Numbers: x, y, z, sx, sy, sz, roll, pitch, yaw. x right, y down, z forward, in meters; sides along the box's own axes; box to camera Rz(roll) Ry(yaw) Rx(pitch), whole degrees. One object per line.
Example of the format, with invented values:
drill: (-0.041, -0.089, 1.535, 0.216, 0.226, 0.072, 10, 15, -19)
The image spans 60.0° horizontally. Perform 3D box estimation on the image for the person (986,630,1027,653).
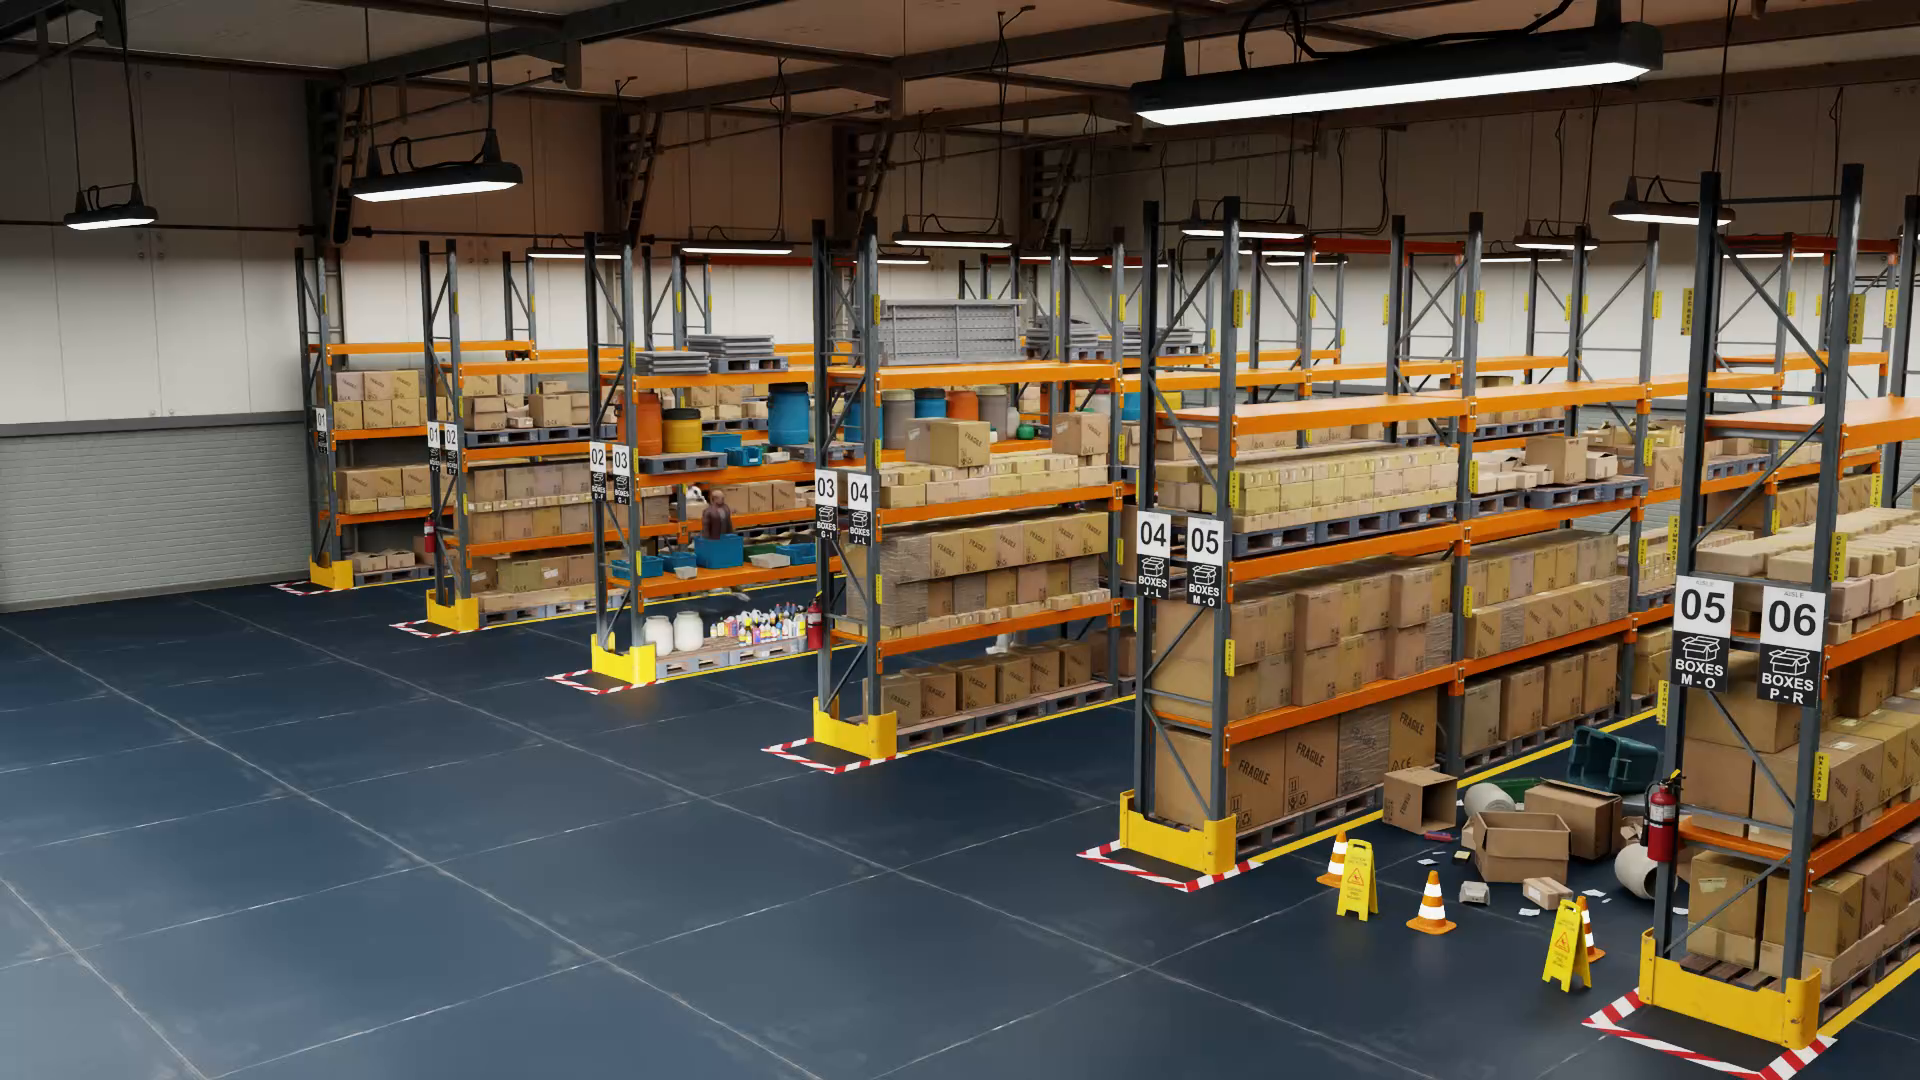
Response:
person: (0.683, 0.646, 22.867, 0.436, 1.790, 0.589, 6, 10, 36)

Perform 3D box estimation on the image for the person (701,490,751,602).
person: (-3.844, 0.087, 26.797, 0.726, 1.812, 0.623, -6, 10, -35)

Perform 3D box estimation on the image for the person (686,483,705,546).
person: (-5.257, -0.461, 32.866, 0.637, 1.702, 0.520, -1, 8, -4)
